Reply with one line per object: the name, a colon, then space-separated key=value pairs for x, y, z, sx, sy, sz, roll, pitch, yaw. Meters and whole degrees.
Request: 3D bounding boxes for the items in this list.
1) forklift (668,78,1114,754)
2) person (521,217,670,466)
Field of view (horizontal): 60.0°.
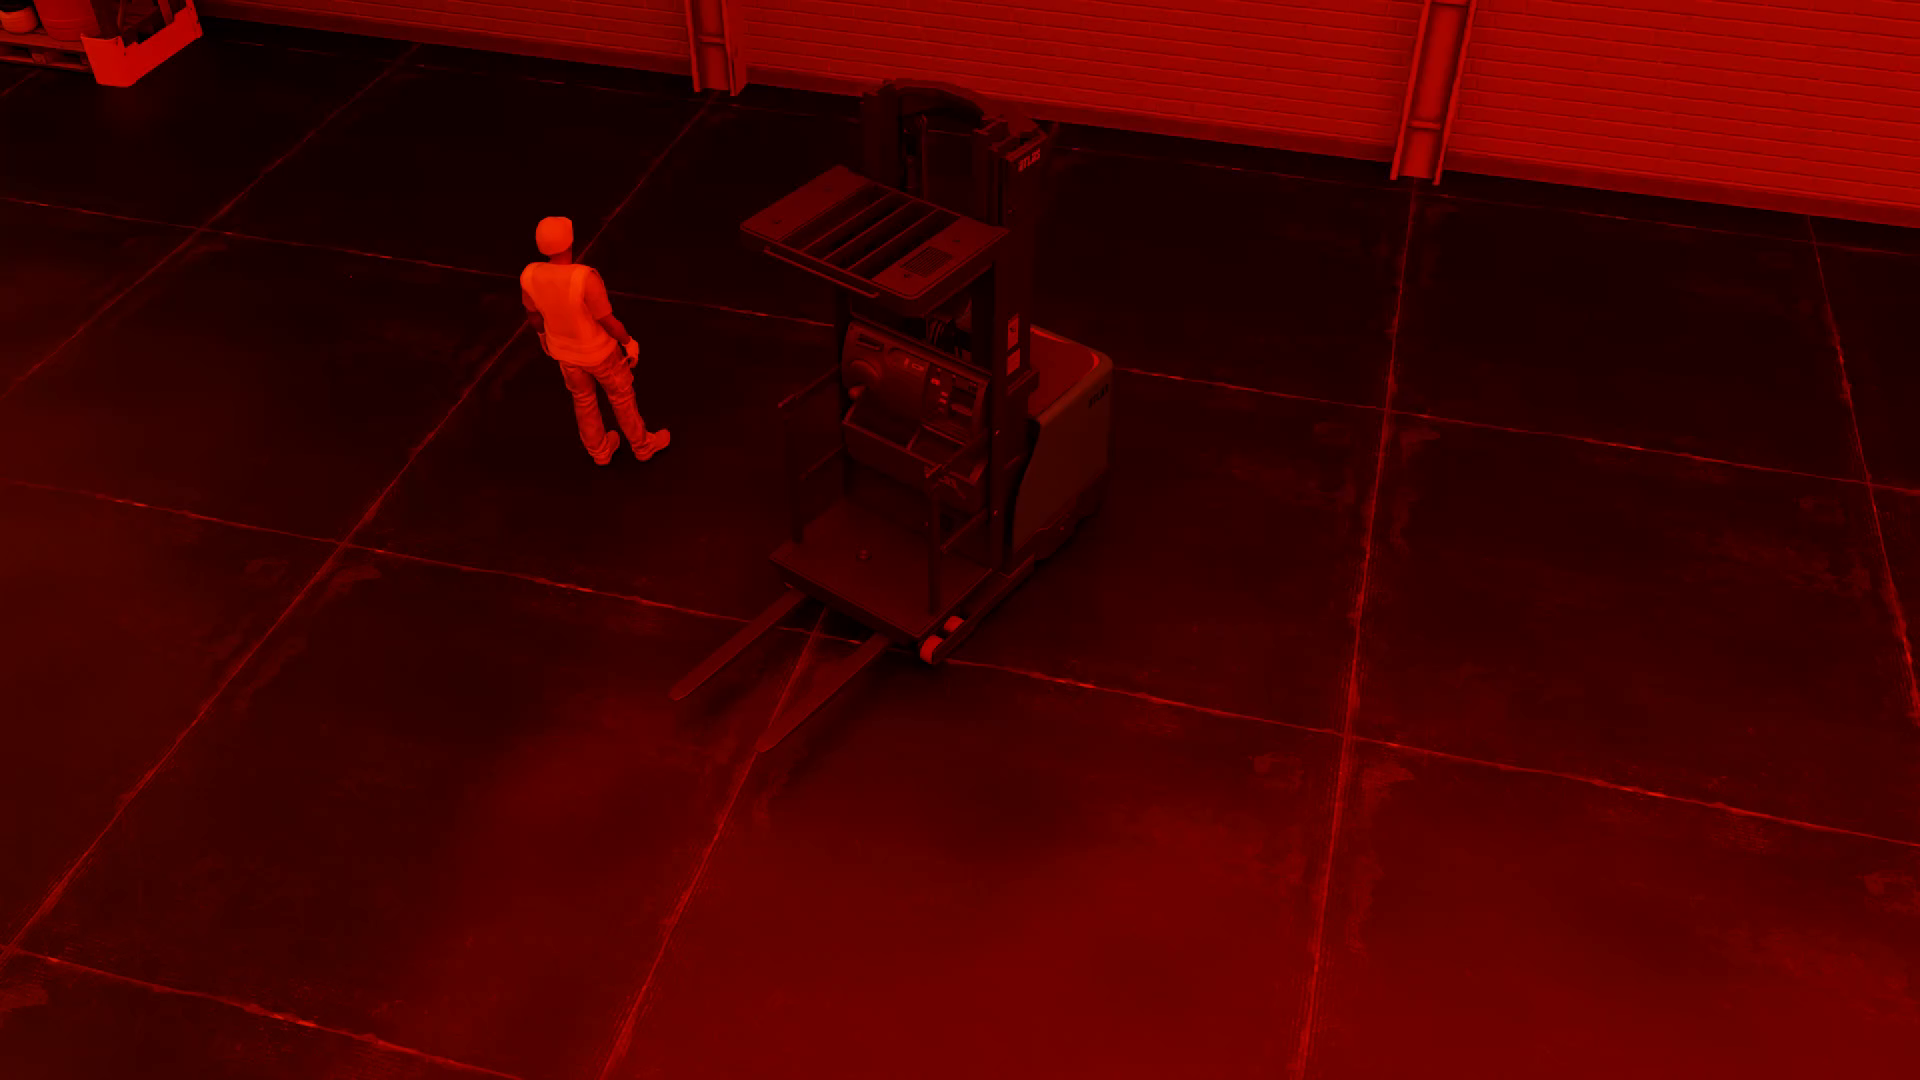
forklift: x=-0.375 y=-0.773 z=8.743 sx=1.130 sy=2.935 sz=3.031 roll=26 pitch=48 yaw=27
person: x=-2.245 y=-1.224 z=10.118 sx=0.656 sy=1.782 sz=0.578 roll=12 pitch=43 yaw=14
